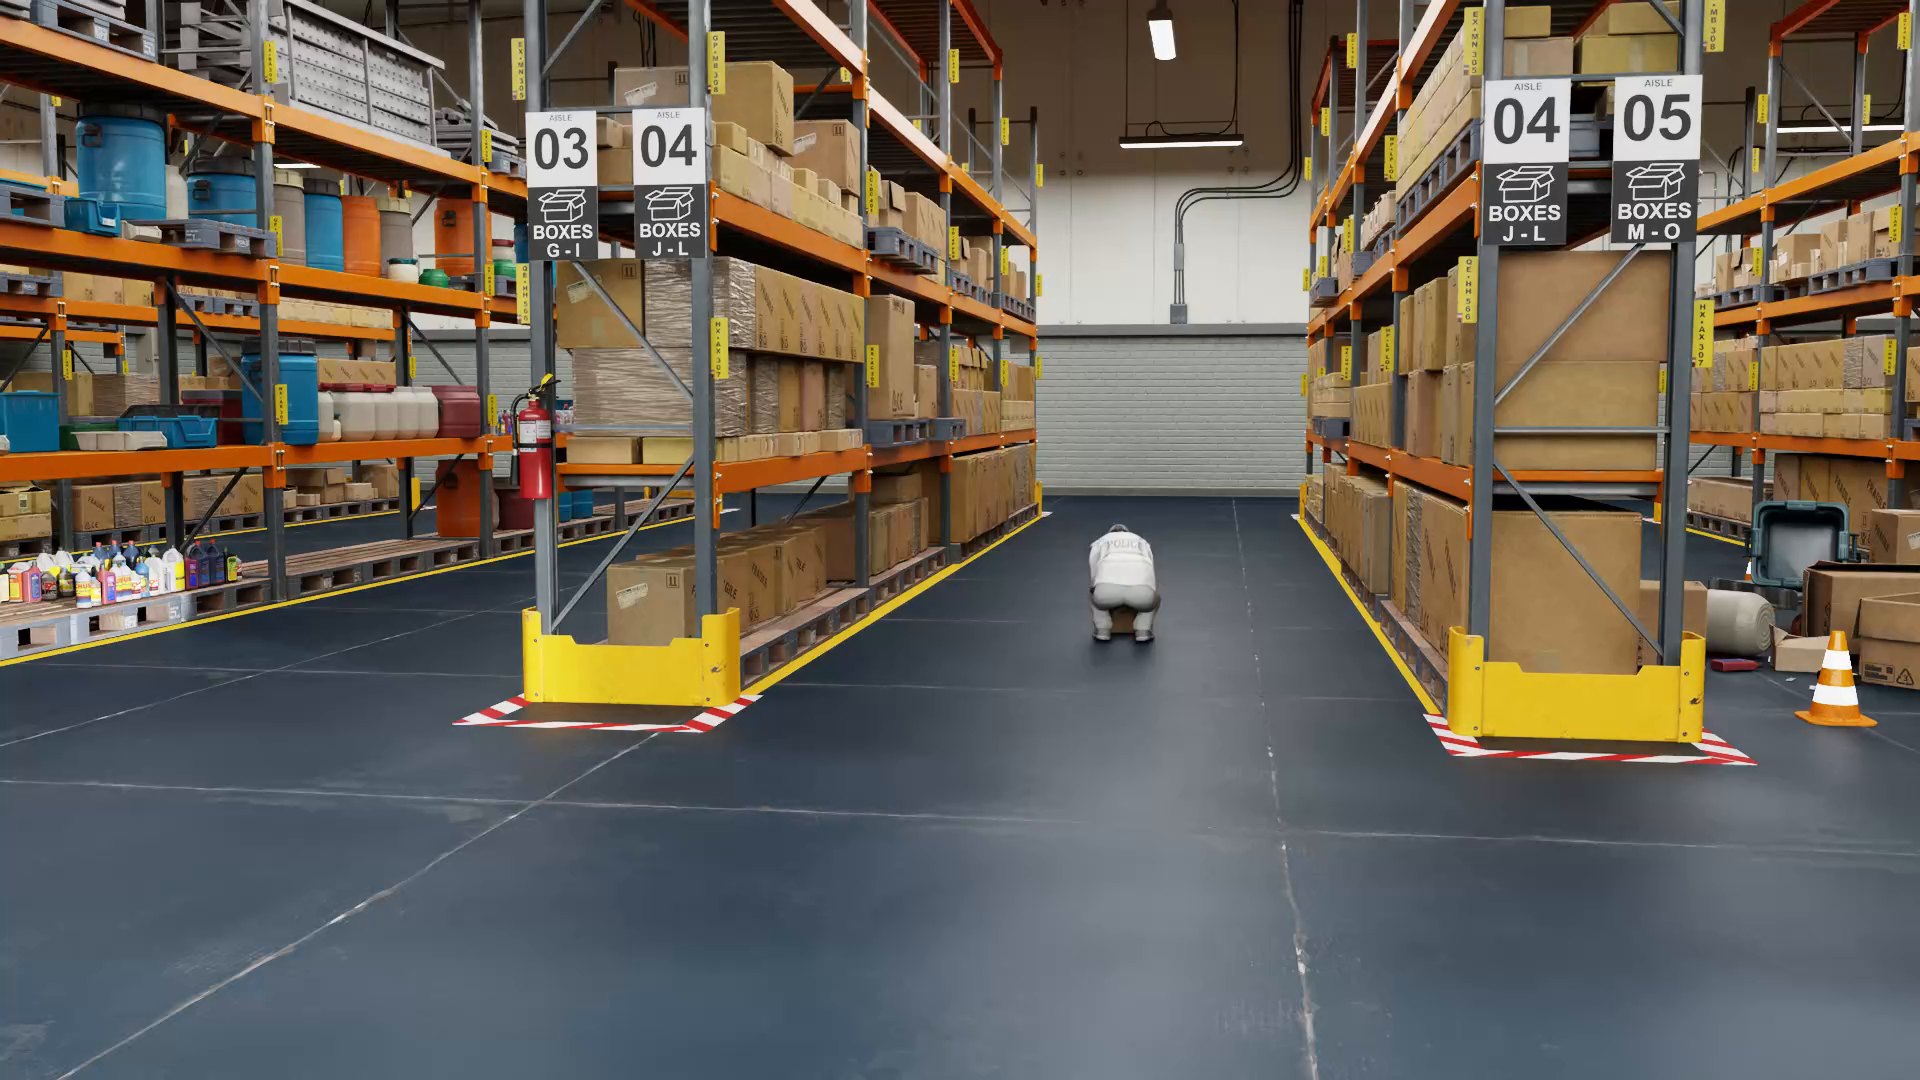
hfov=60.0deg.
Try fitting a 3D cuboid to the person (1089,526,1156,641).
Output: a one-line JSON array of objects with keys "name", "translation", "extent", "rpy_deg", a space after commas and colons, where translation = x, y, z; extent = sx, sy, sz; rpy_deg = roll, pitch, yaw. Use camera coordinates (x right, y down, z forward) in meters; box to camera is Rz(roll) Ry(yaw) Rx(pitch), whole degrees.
[{"name": "person", "translation": [1.145, 0.319, 11.708], "extent": [0.486, 0.807, 0.856], "rpy_deg": [1, 5, 9]}]
